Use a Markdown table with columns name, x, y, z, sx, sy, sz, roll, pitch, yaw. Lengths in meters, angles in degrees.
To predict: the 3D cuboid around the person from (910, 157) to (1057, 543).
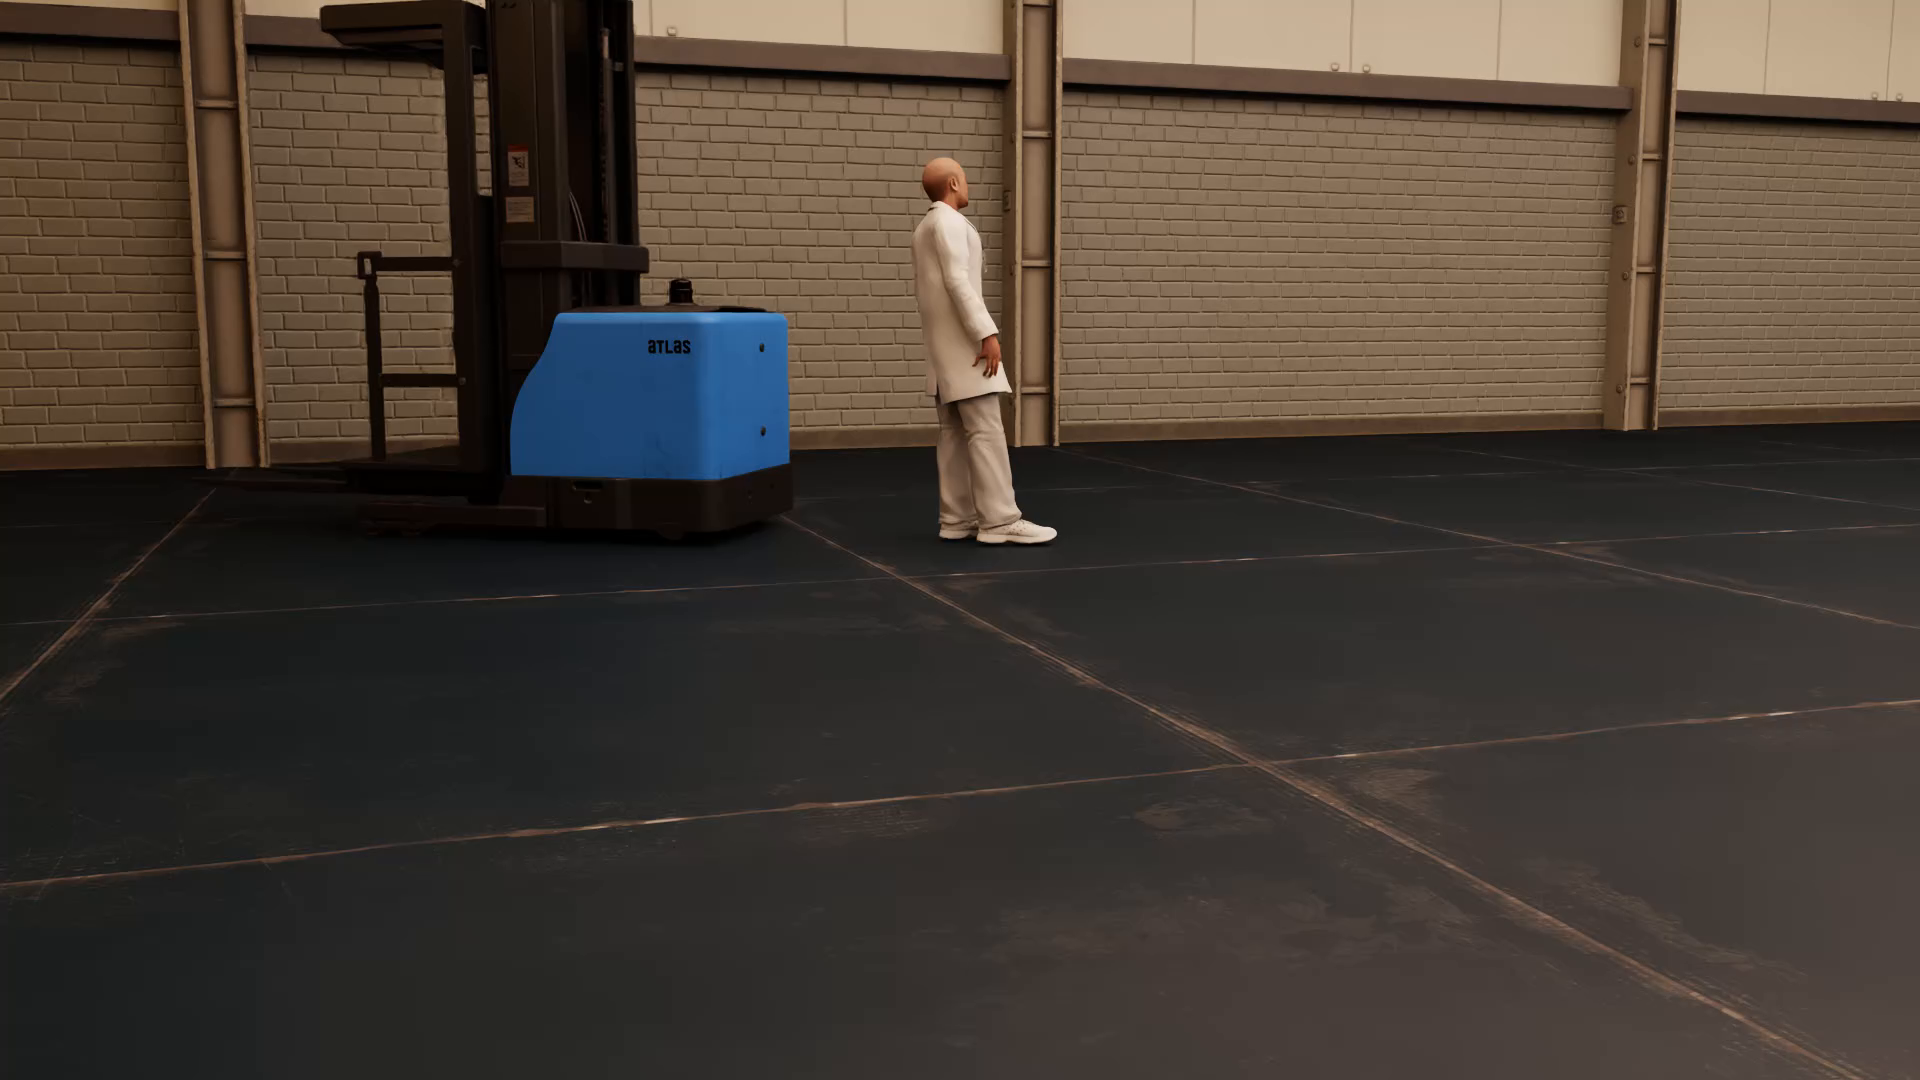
| name | x | y | z | sx | sy | sz | roll | pitch | yaw |
| --- | --- | --- | --- | --- | --- | --- | --- | --- | --- |
| person | 0.088 | -0.892 | 7.828 | 0.578 | 1.778 | 0.698 | -3 | 8 | -18 |

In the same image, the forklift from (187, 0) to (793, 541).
| name | x | y | z | sx | sy | sz | roll | pitch | yaw |
| --- | --- | --- | --- | --- | --- | --- | --- | --- | --- |
| forklift | -2.433 | -1.533 | 8.323 | 3.031 | 2.935 | 1.130 | 2 | 8 | 15 |
